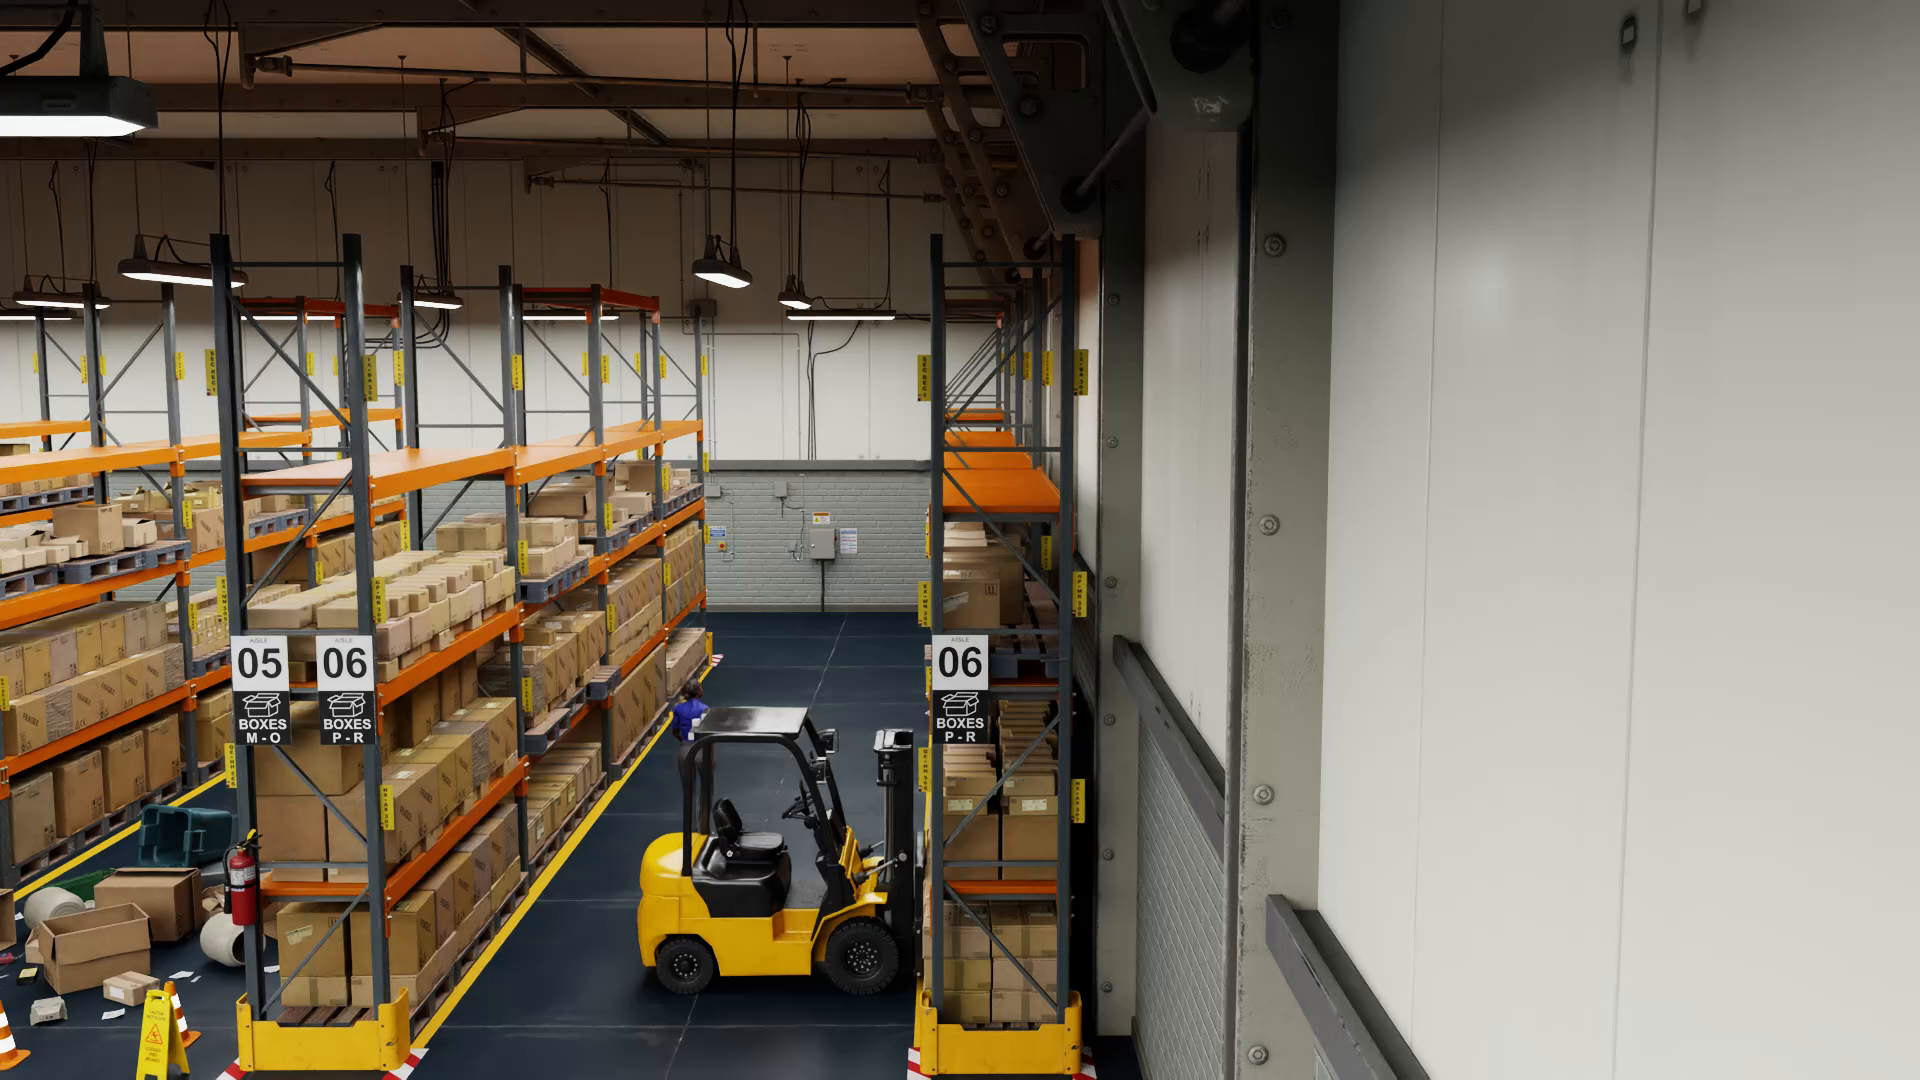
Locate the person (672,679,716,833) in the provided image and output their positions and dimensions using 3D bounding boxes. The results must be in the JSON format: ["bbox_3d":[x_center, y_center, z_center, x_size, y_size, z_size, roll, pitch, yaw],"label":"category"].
[{"bbox_3d":[-2.717,2.252,17.007,0.465,1.687,0.780,0,6,-2],"label":"person"}]
